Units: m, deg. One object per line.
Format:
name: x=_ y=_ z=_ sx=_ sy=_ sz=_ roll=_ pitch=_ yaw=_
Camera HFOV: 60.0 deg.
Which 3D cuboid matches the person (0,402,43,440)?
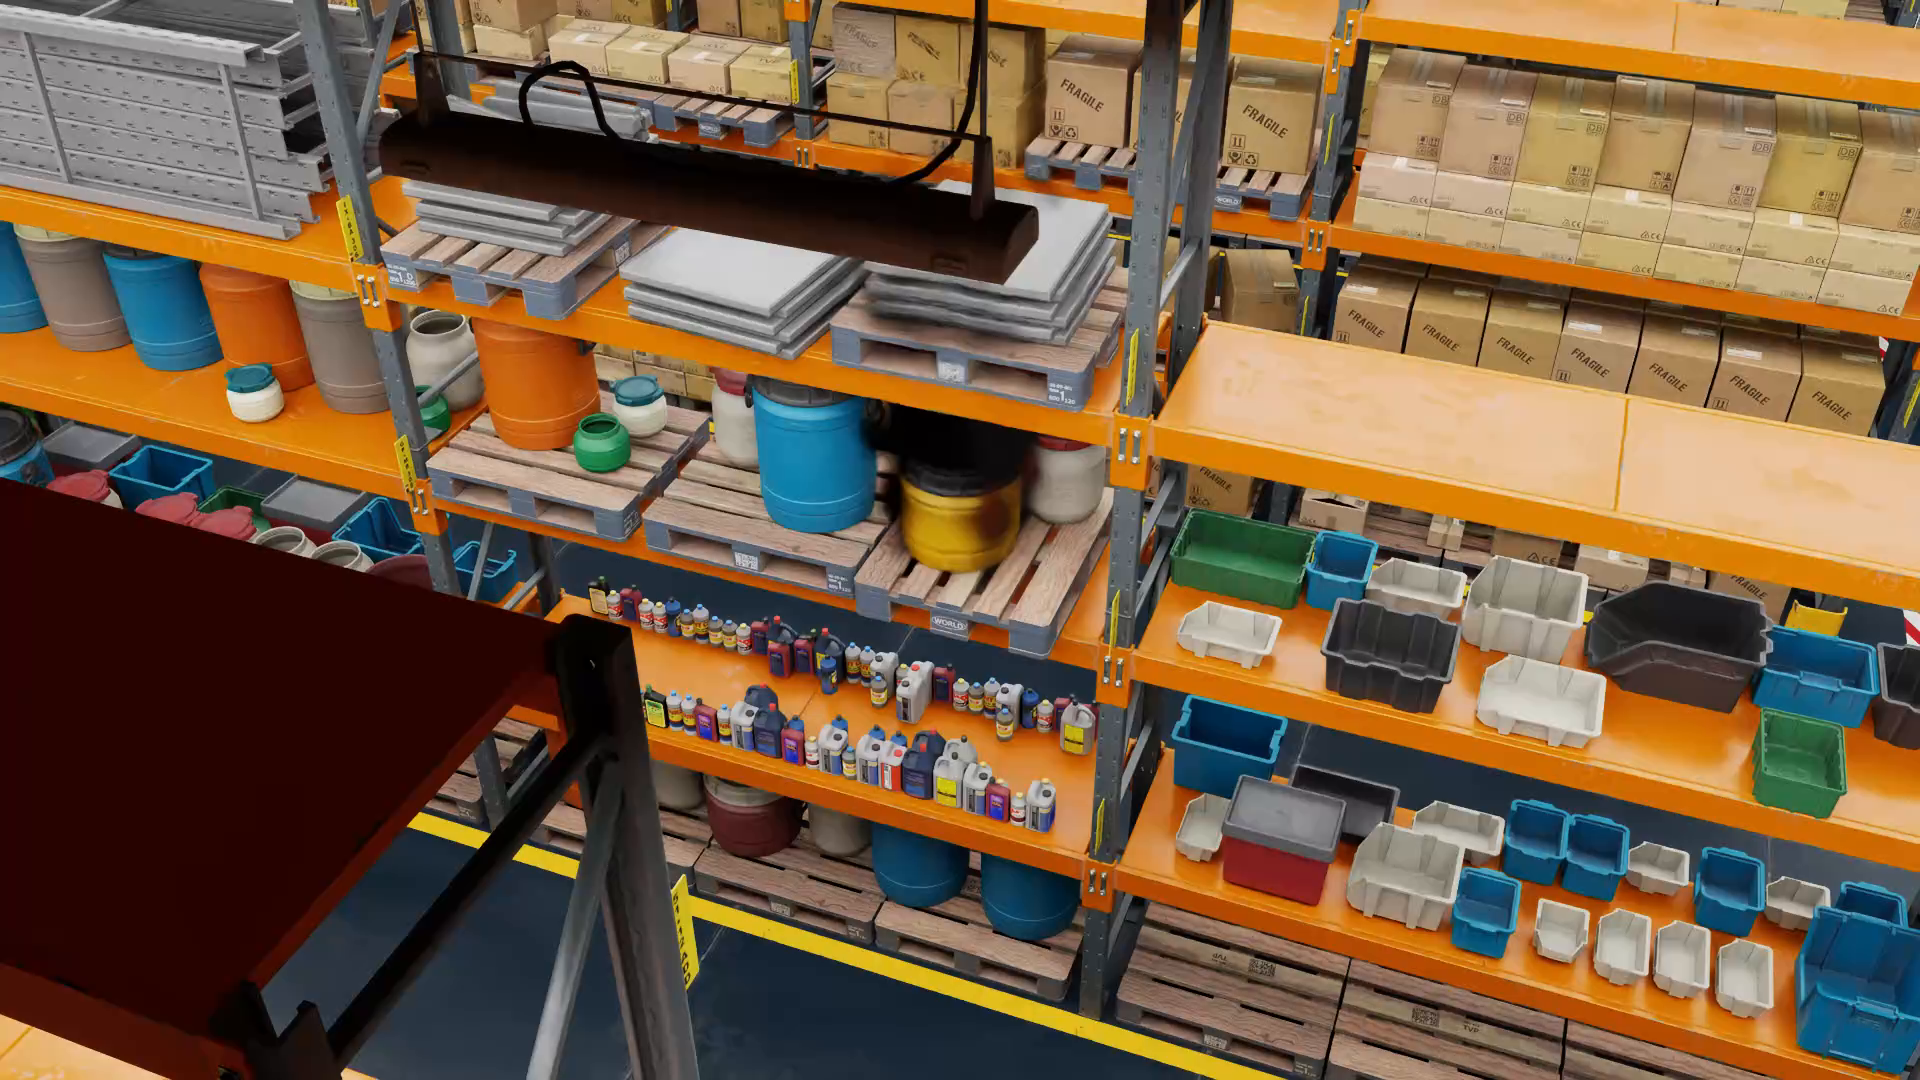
person: x=-7.837 y=-1.341 z=13.702 sx=0.859 sy=1.822 sz=0.639 roll=20 pitch=41 yaw=25
